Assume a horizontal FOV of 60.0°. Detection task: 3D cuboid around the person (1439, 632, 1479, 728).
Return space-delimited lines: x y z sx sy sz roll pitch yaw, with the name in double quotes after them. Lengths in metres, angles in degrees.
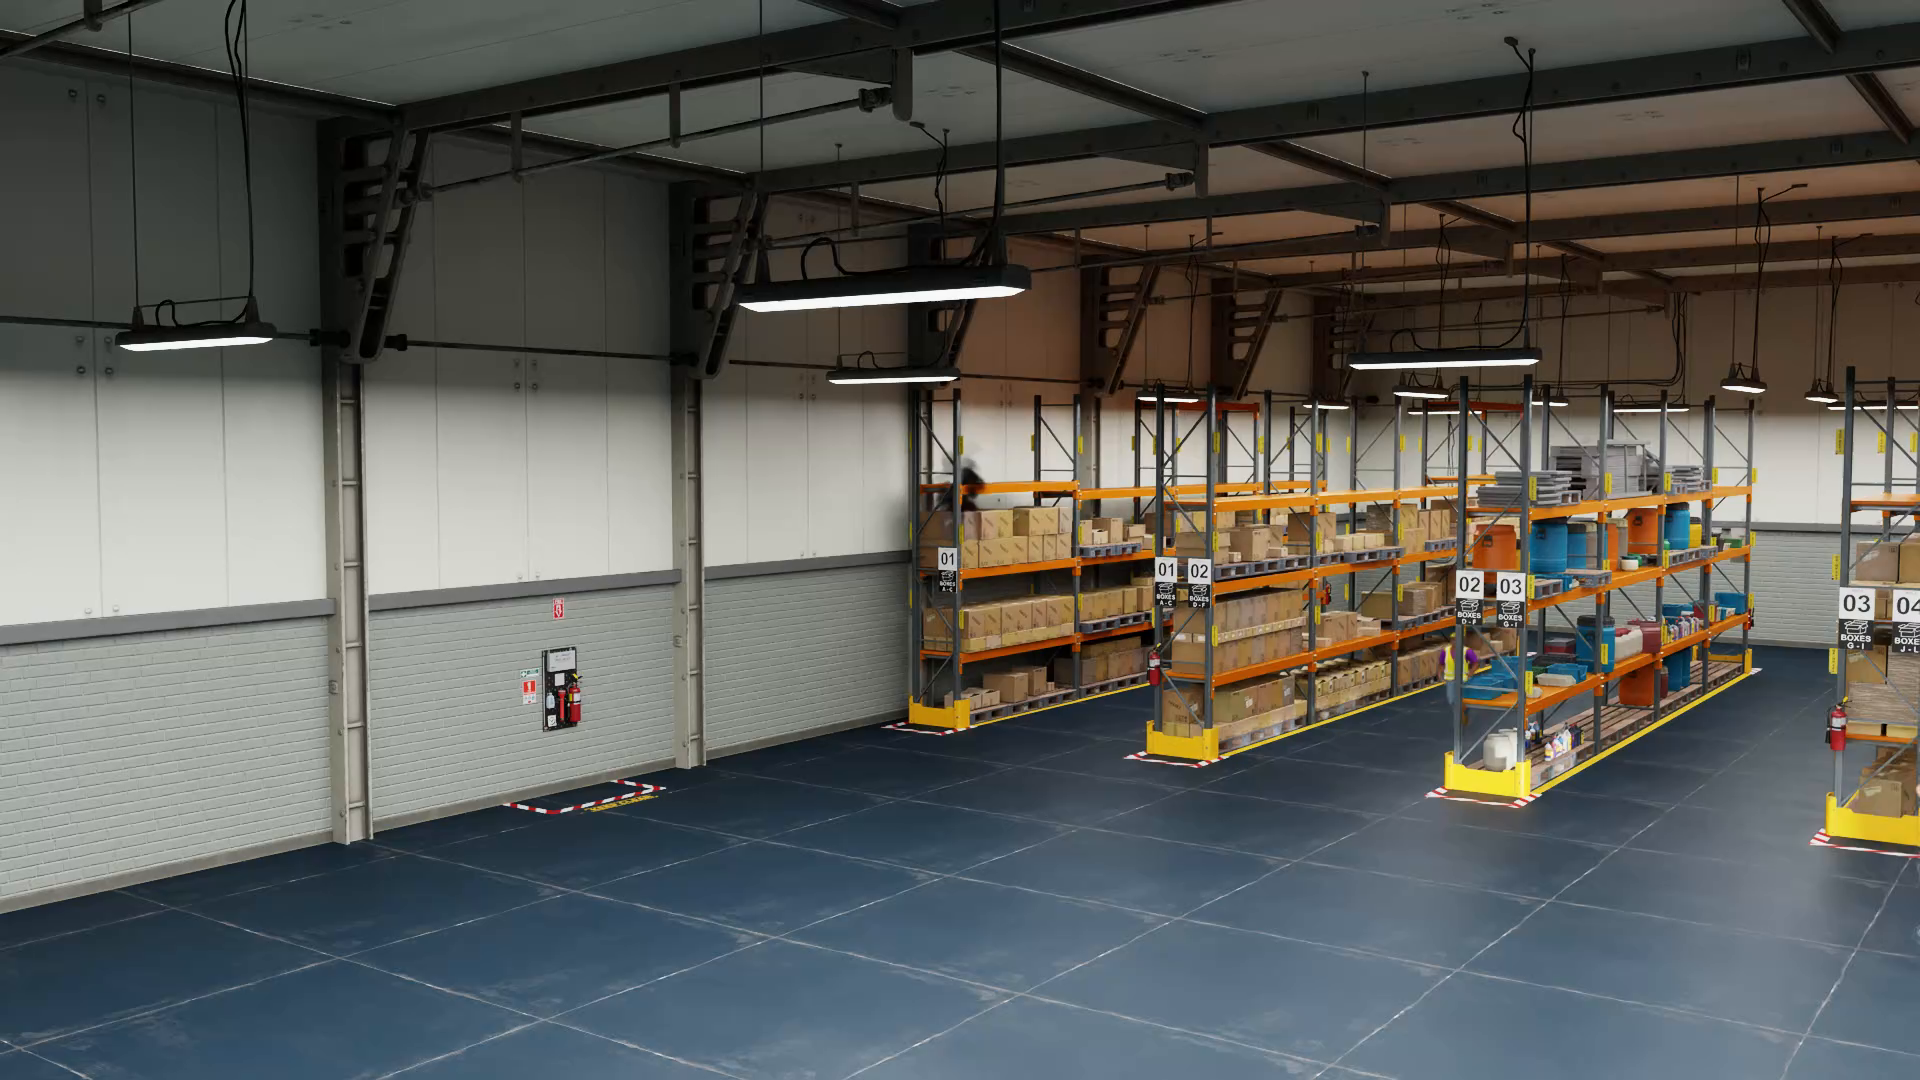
8.720 2.467 29.234 0.674 1.721 0.569 2 4 33 "person"
